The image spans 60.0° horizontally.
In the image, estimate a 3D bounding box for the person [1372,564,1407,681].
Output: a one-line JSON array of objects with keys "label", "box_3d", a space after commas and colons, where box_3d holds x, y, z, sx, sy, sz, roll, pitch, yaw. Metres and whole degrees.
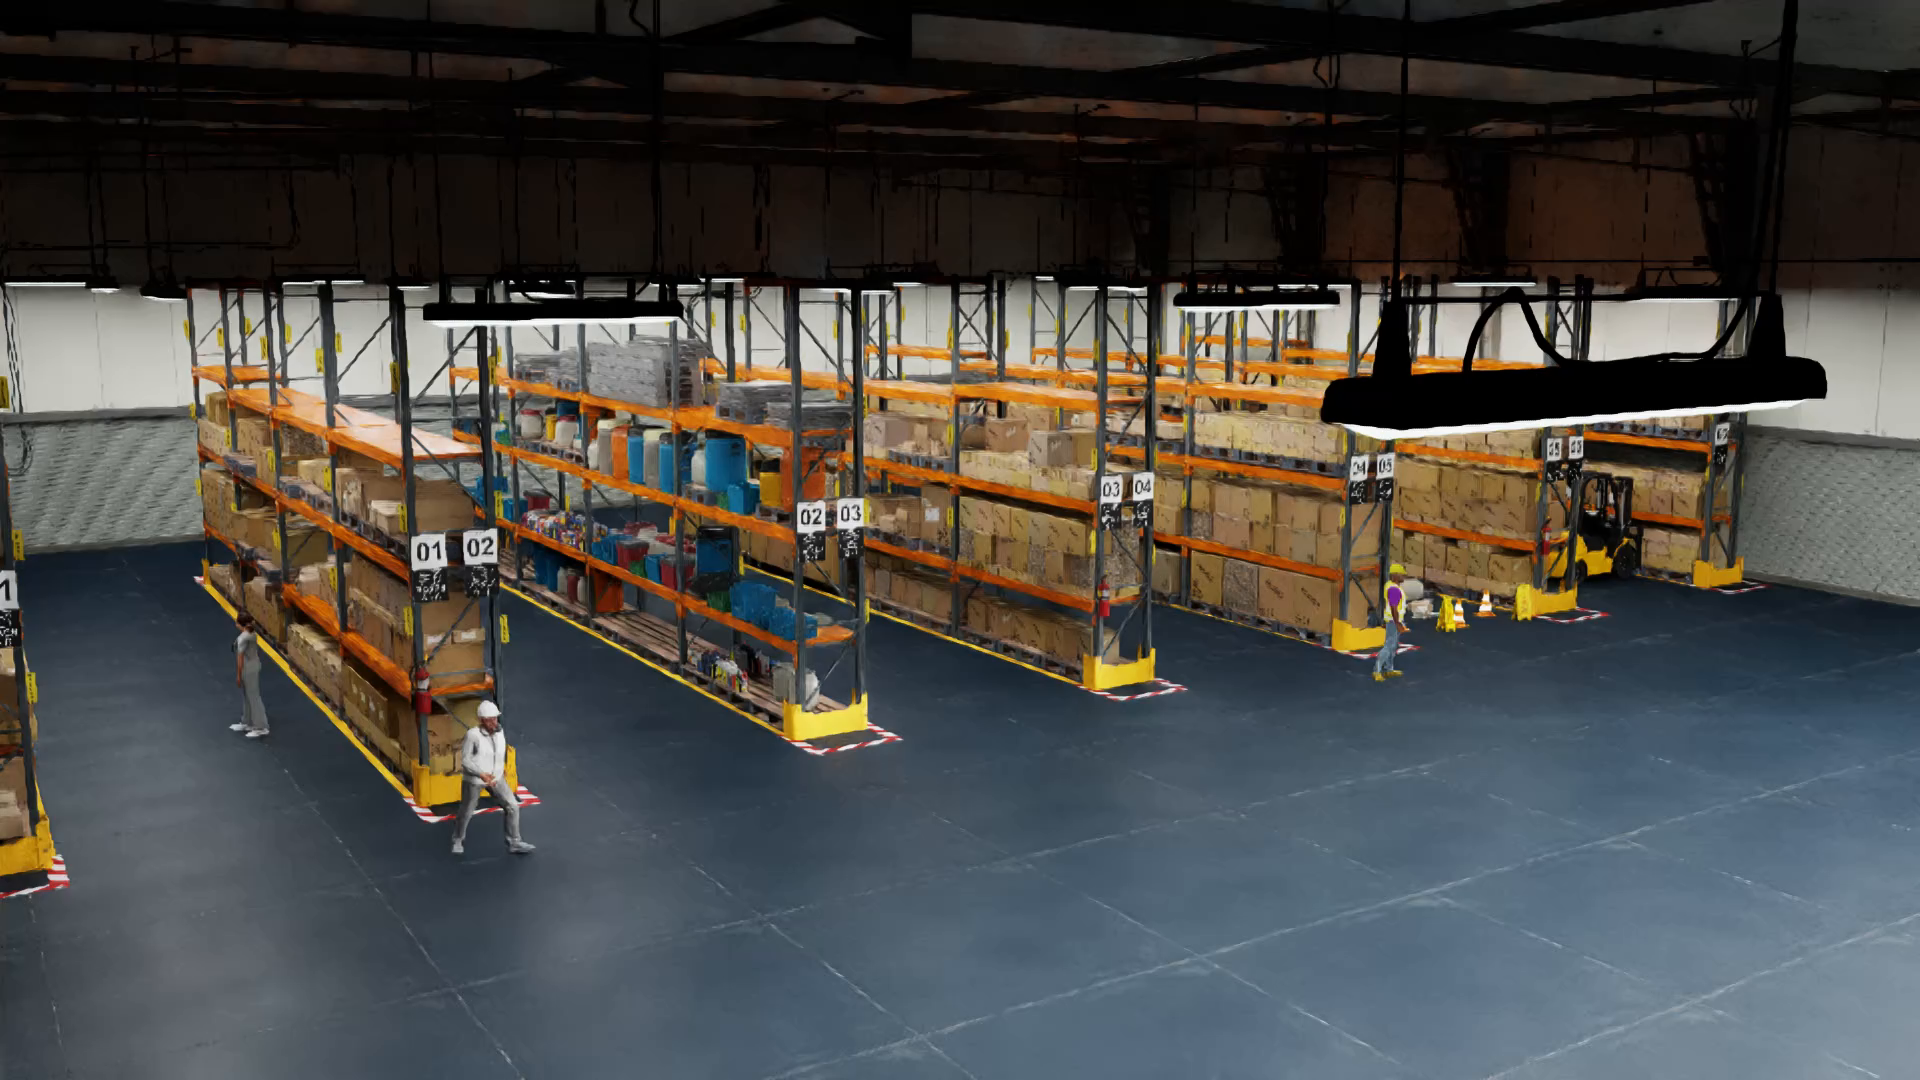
[{"label": "person", "box_3d": [6.551, 1.245, 25.332, 0.474, 1.762, 0.723, 2, 10, 14]}]

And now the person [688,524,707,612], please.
[{"label": "person", "box_3d": [-4.363, 0.506, 28.397, 0.451, 1.586, 1.093, -7, 12, -34]}]

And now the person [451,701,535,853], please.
[{"label": "person", "box_3d": [-5.094, 2.527, 17.811, 0.844, 1.713, 0.682, 8, 13, 40]}]

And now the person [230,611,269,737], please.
[{"label": "person", "box_3d": [-9.592, 1.776, 22.333, 0.569, 1.668, 0.561, -1, 10, -5]}]
